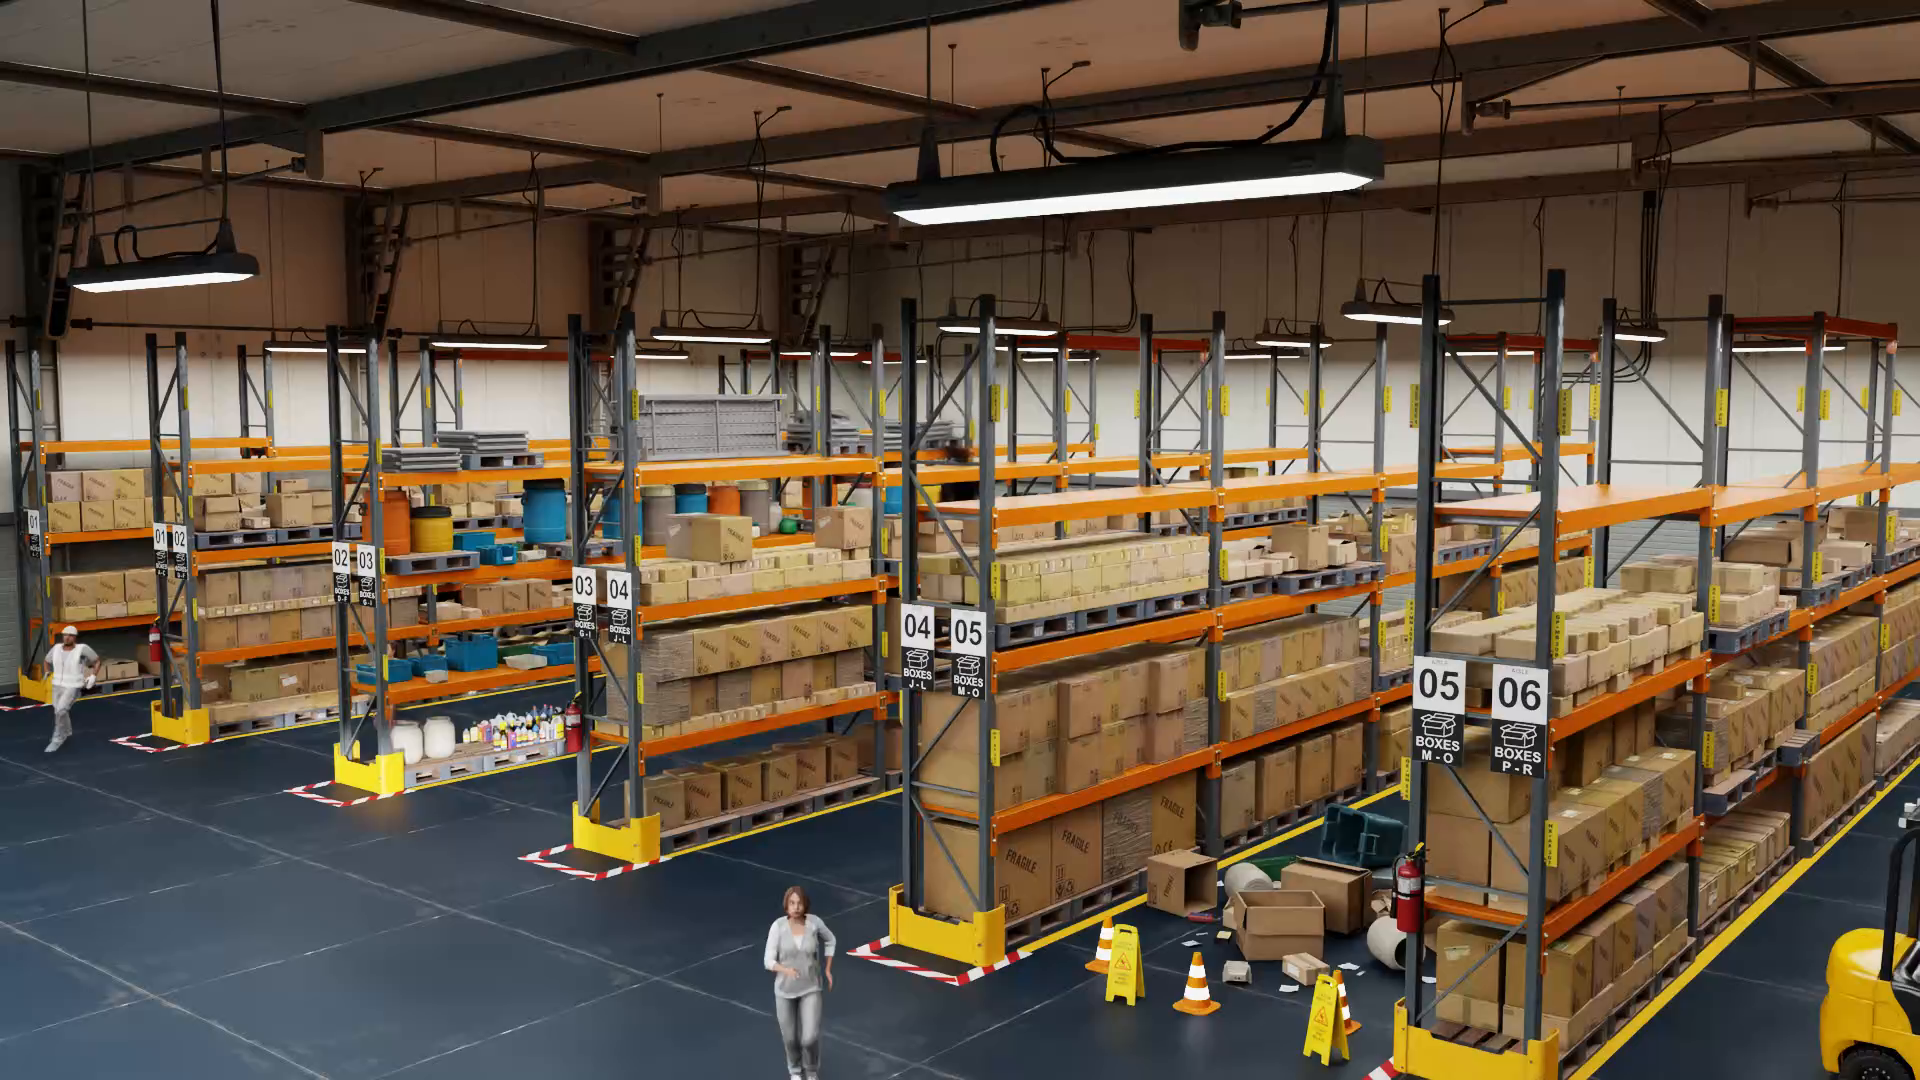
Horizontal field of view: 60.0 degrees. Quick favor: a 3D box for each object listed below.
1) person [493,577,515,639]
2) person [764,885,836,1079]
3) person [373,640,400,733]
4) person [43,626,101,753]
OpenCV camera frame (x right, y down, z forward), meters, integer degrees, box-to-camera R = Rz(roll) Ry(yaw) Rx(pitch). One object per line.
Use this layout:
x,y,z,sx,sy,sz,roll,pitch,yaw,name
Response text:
-8.473,1.530,31.139,0.584,1.754,0.760,5,7,41,person
-1.158,3.284,12.031,0.510,1.578,0.644,0,5,-3,person
-8.078,2.228,23.640,0.578,1.618,0.571,3,6,28,person
-12.892,2.132,24.041,0.748,1.806,0.776,0,5,4,person
